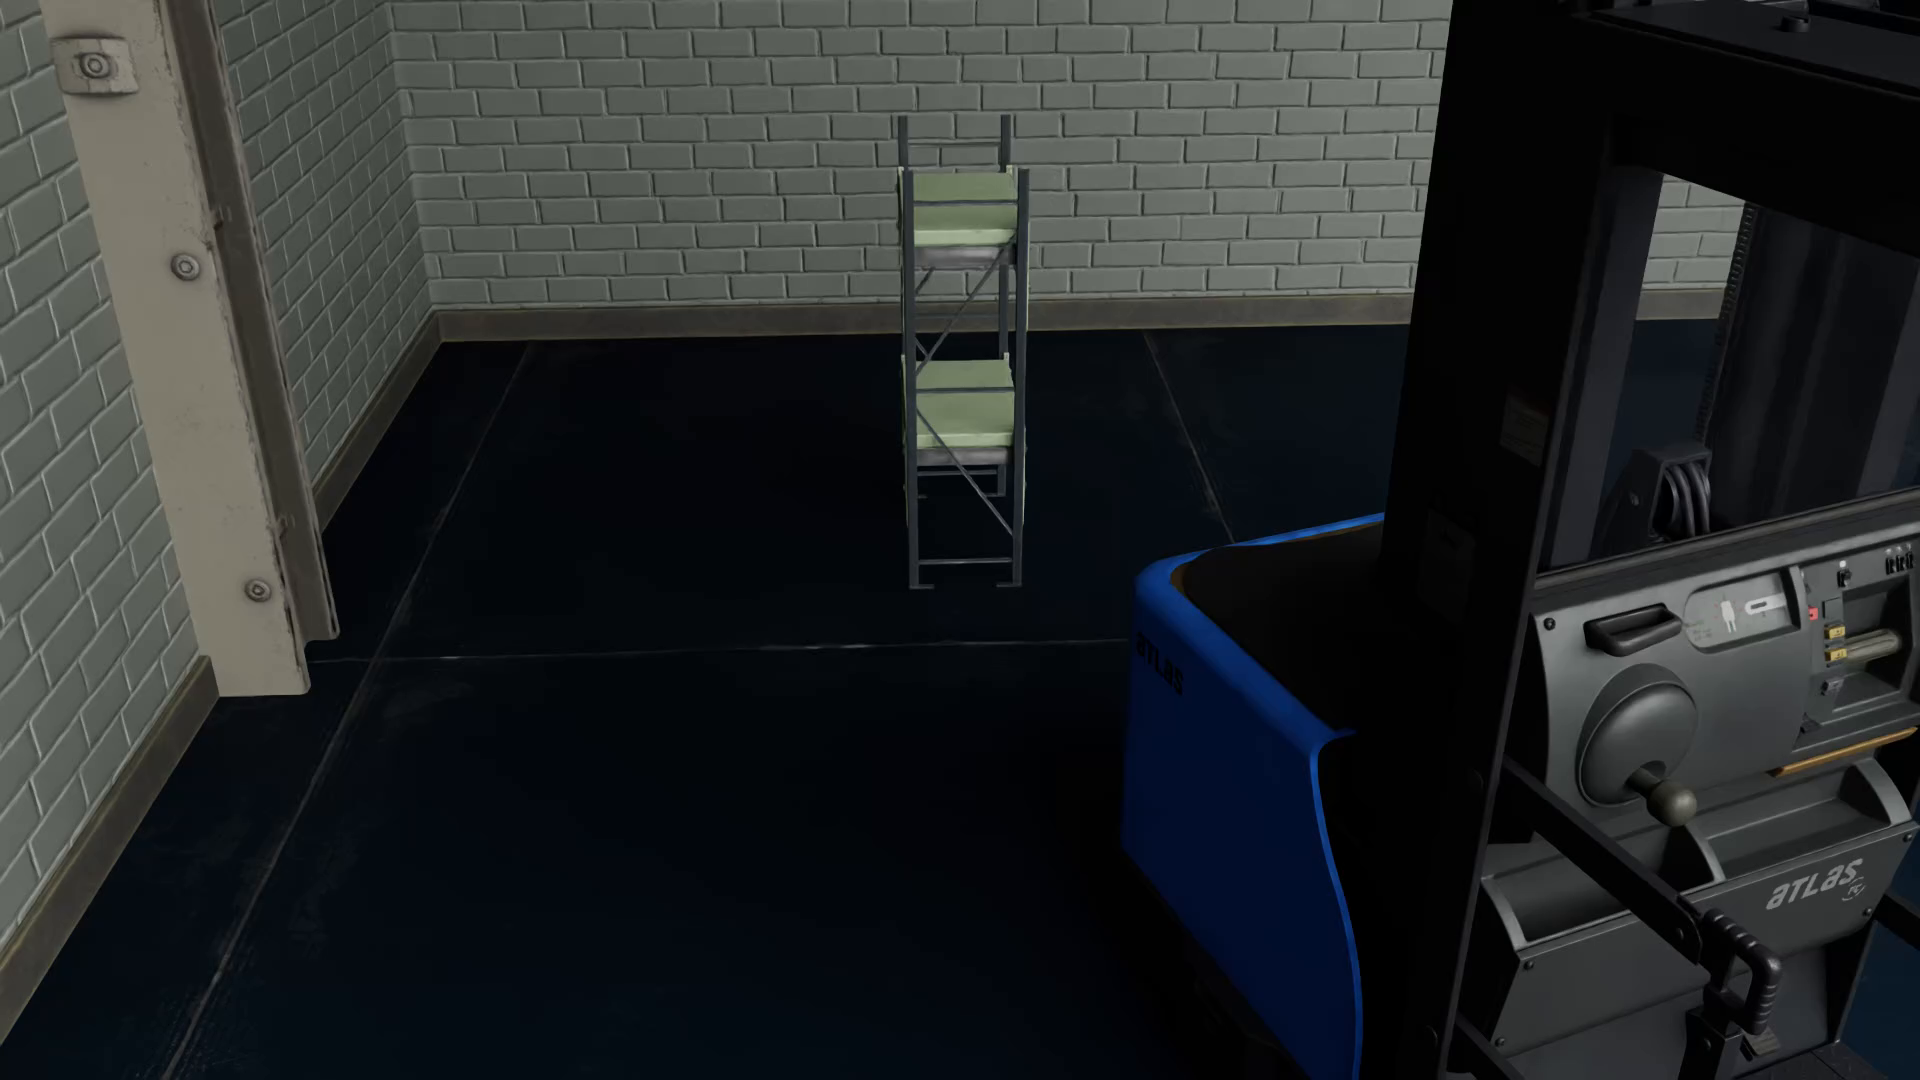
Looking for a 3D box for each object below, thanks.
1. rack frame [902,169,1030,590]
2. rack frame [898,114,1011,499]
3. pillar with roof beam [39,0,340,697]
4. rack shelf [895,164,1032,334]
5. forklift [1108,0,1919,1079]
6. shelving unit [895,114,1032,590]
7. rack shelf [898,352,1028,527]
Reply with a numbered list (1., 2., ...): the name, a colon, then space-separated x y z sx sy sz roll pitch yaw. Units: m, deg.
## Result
1. rack frame: 0.019 -0.499 5.585 0.400 1.500 0.023 -1 28 -3
2. rack frame: -0.019 -0.837 6.233 0.400 1.500 0.023 -1 28 -3
3. pillar with roof beam: 2.049 -3.691 3.595 9.100 9.000 0.400 -1 28 -3
4. rack shelf: 0.000 -1.014 5.729 0.431 0.370 0.720 -1 28 -3
5. forklift: 1.421 0.245 2.610 1.130 2.935 3.031 -11 30 -20
6. shelving unit: 0.000 -0.668 5.909 0.431 1.500 0.755 -1 28 -3
7. rack shelf: 0.000 -0.379 6.060 0.431 0.370 0.720 -1 28 -3
